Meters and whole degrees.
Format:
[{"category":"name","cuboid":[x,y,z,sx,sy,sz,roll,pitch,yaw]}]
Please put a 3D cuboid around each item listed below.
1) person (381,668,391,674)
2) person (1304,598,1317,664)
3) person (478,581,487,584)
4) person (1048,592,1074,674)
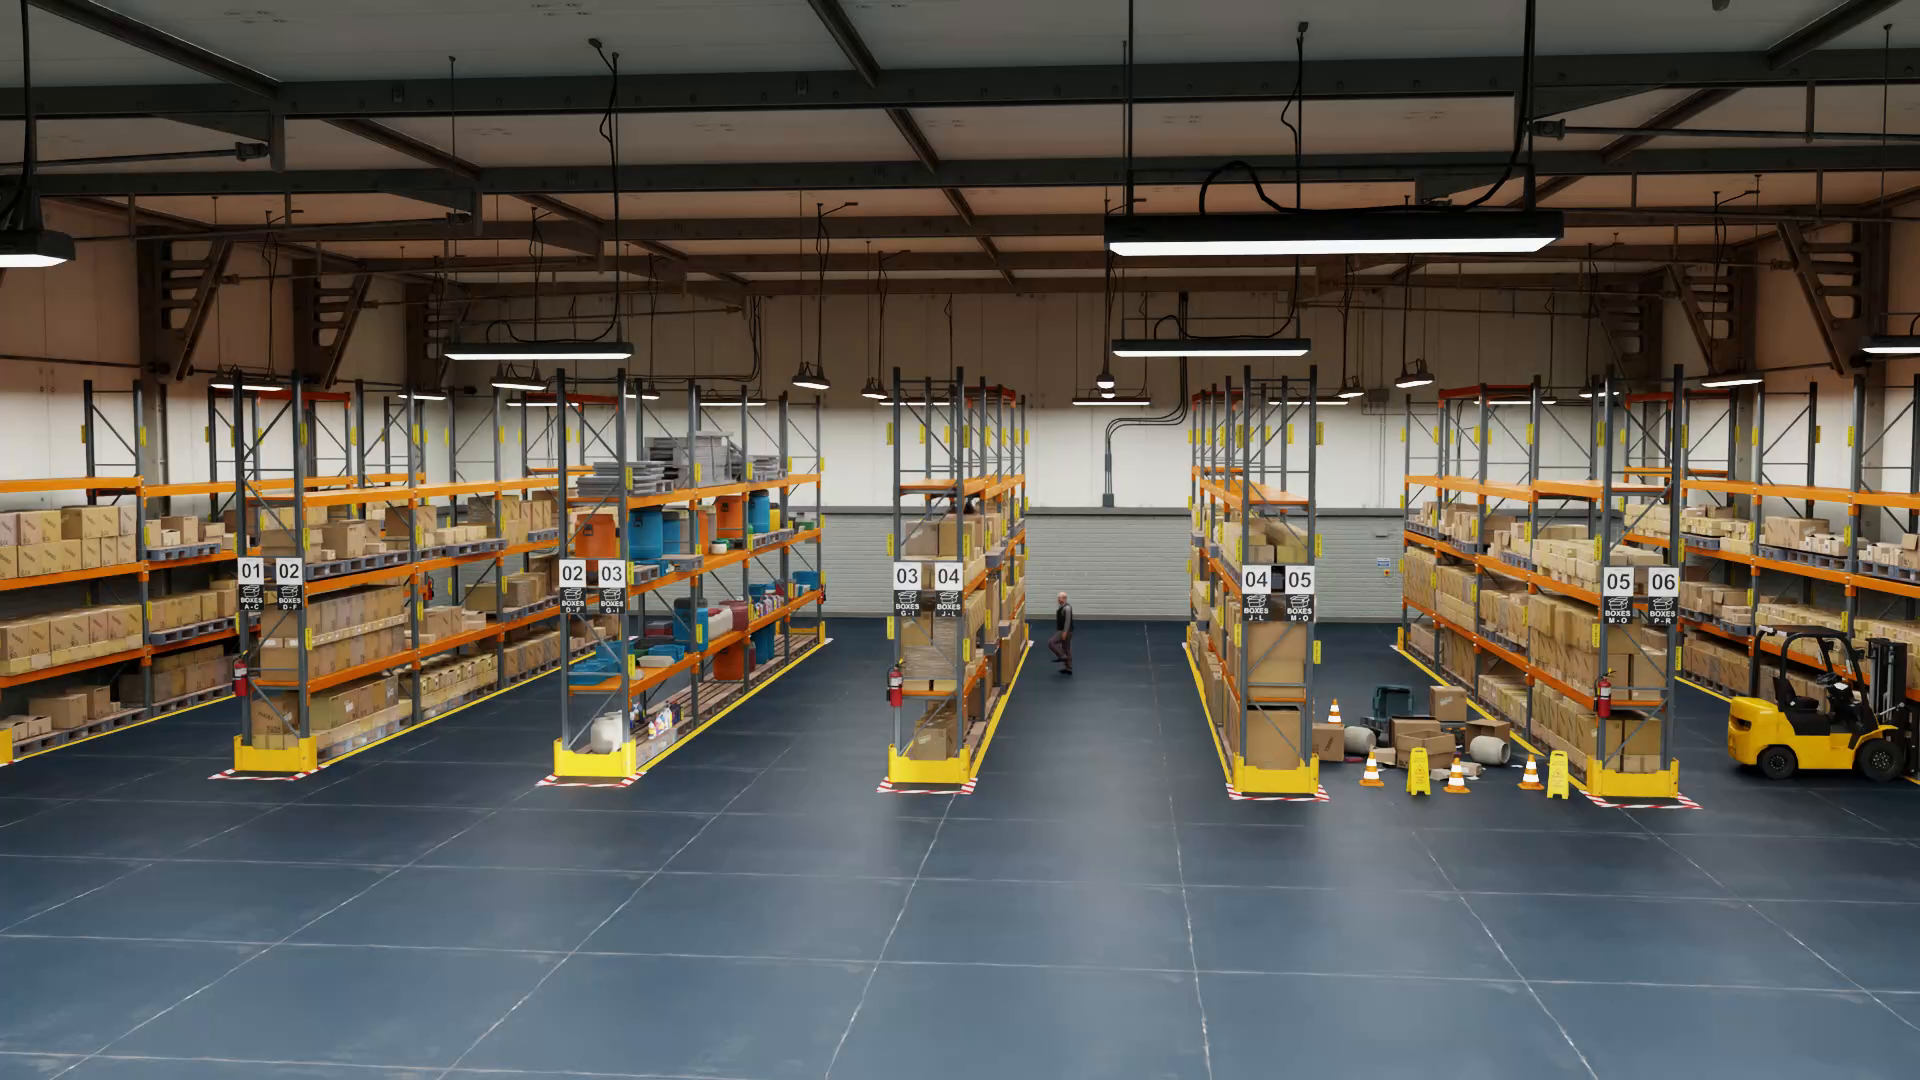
[{"category":"person","cuboid":[-11.445,2.109,33.156,0.470,1.680,0.519,-1,4,-11]},{"category":"person","cuboid":[7.679,1.838,36.670,0.371,1.765,0.633,1,4,12]},{"category":"person","cuboid":[-11.127,1.771,38.748,0.440,1.637,0.948,1,4,8]},{"category":"person","cuboid":[2.095,1.961,34.956,0.575,1.723,0.562,0,4,-7]}]
